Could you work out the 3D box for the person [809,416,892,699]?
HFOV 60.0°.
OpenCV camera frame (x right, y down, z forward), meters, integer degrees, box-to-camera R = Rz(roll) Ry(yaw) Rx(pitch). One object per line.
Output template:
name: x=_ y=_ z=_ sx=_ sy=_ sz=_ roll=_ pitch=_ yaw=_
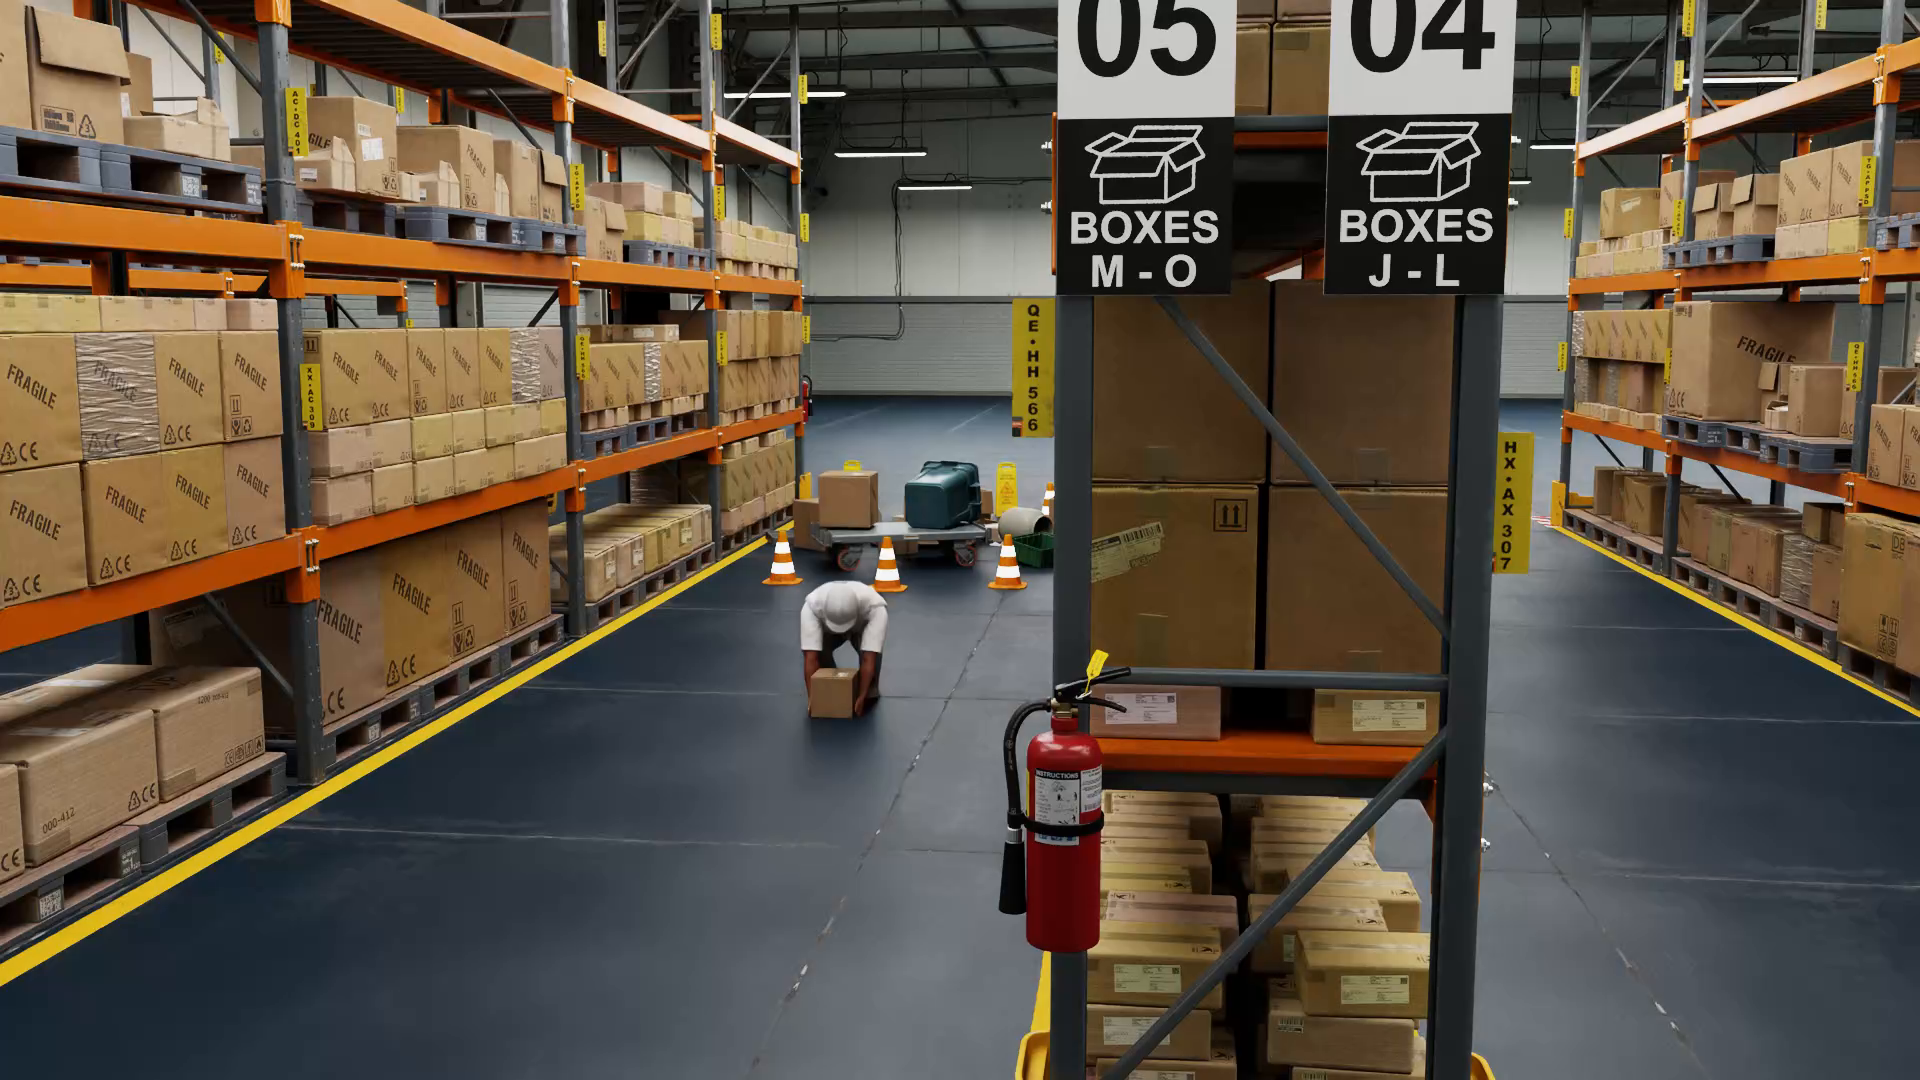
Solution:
person: x=-0.696 y=0.119 z=10.321 sx=0.503 sy=1.761 sz=0.587 roll=1 pitch=8 yaw=7
